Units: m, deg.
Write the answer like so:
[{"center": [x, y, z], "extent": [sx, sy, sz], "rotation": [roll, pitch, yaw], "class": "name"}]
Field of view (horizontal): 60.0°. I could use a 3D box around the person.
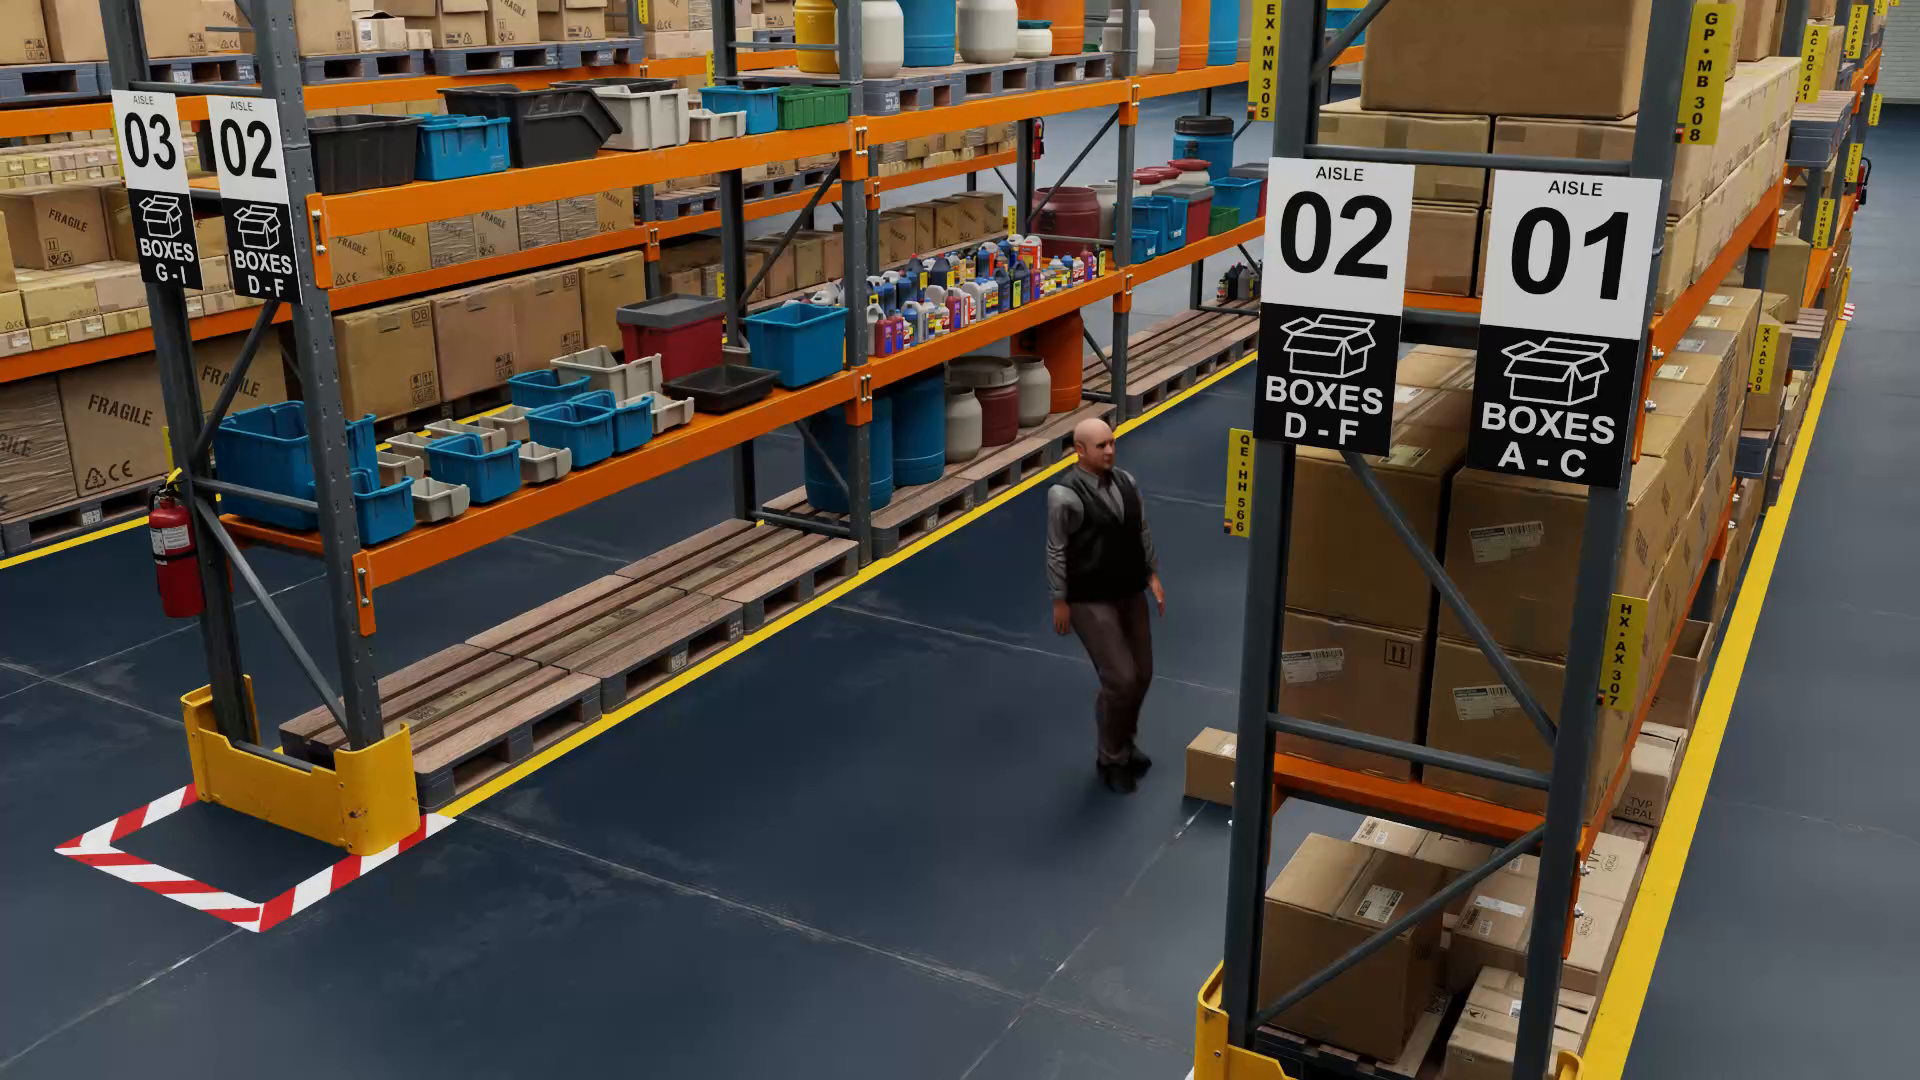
[{"center": [0.718, 0.321, 7.768], "extent": [0.579, 1.790, 0.532], "rotation": [-16, 25, -39], "class": "person"}]
